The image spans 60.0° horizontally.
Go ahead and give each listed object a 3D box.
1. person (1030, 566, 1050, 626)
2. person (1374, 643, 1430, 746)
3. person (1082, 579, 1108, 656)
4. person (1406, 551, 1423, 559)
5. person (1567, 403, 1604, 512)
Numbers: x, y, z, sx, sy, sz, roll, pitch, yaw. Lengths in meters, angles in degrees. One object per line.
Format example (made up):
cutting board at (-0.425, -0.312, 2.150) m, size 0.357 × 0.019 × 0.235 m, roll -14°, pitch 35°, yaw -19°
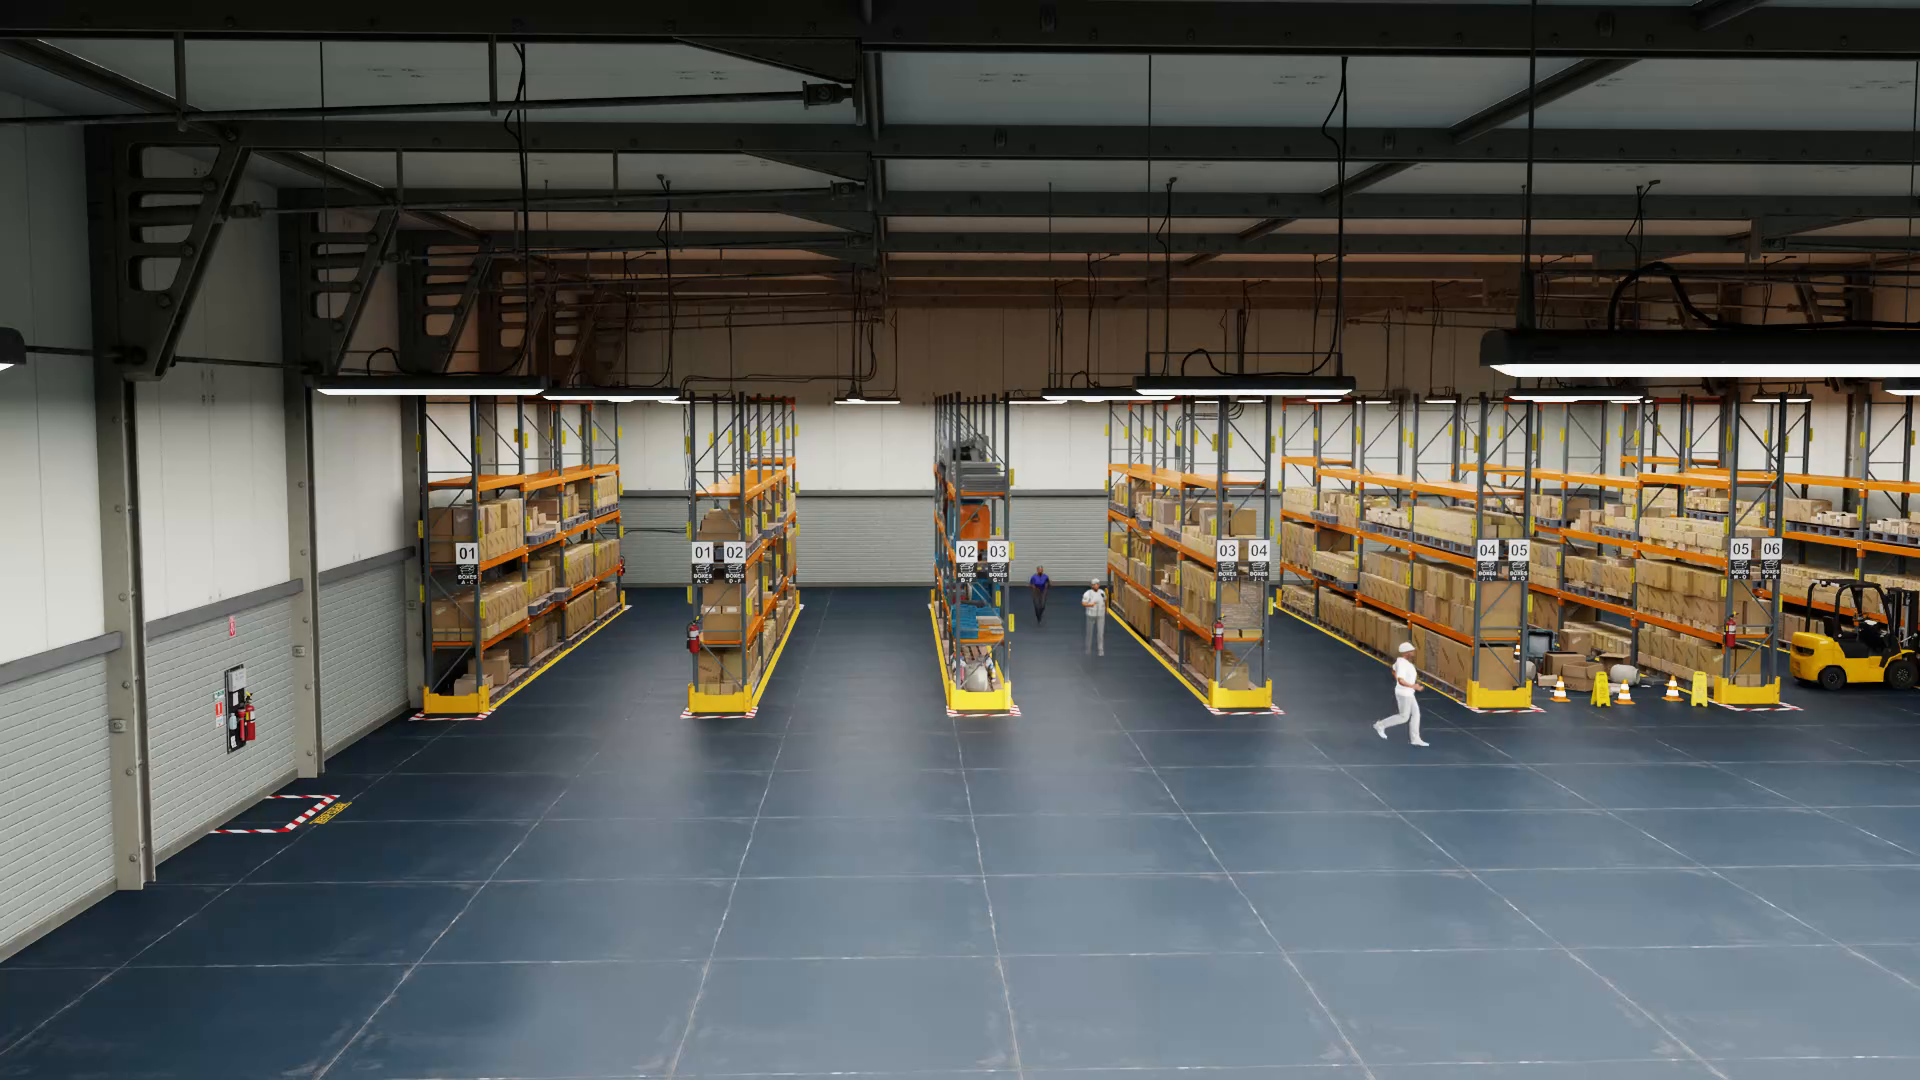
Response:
person at (2.096, 1.457, 43.500) m, size 0.553 × 1.588 × 0.657 m, roll 0°, pitch 5°, yaw -2°
person at (7.483, 2.603, 28.089) m, size 0.925 × 1.754 × 0.680 m, roll 2°, pitch 5°, yaw 19°
person at (2.989, 1.704, 36.656) m, size 0.607 × 1.703 × 0.903 m, roll 0°, pitch 5°, yaw -6°
person at (13.250, 0.931, 48.928) m, size 0.955 × 1.720 × 0.660 m, roll -1°, pitch 5°, yaw -10°
person at (13.277, -0.639, 43.329) m, size 4.019 × 5.825 × 6.961 m, roll 0°, pitch 5°, yaw -2°
